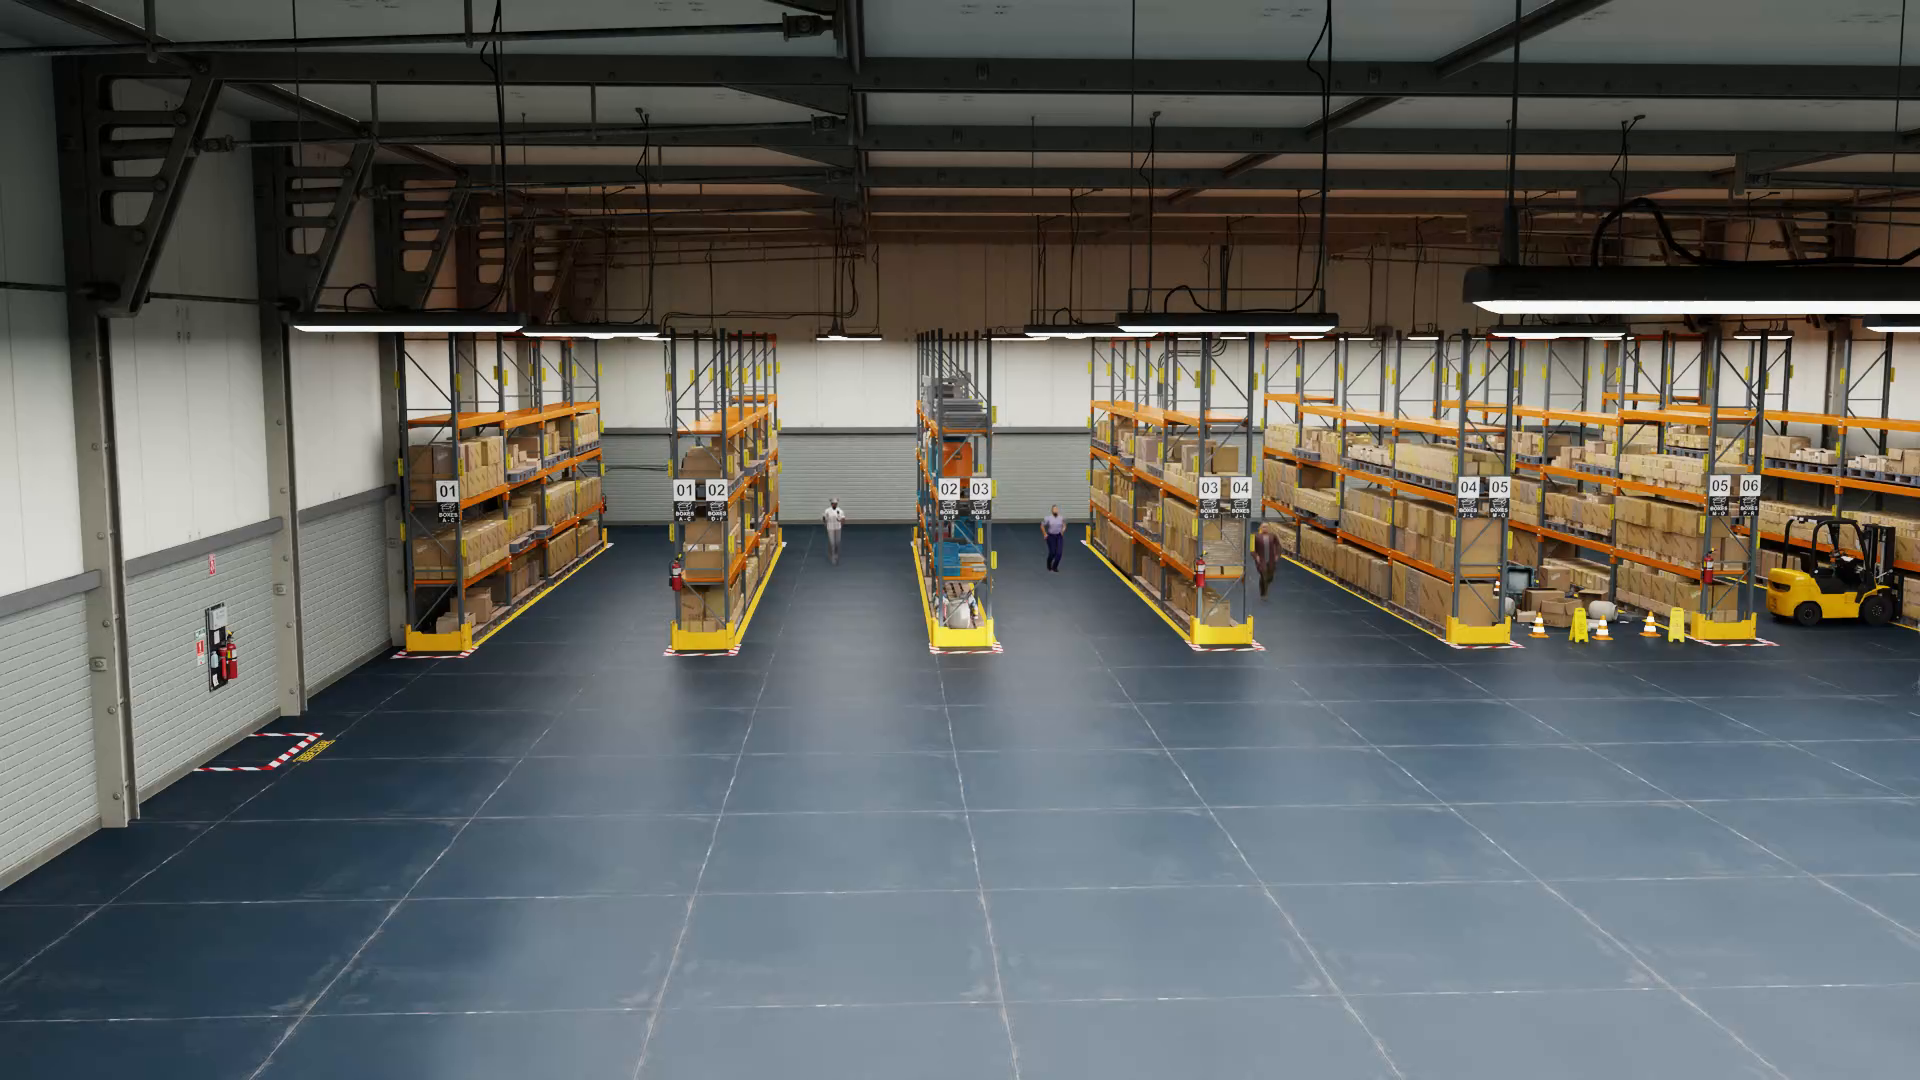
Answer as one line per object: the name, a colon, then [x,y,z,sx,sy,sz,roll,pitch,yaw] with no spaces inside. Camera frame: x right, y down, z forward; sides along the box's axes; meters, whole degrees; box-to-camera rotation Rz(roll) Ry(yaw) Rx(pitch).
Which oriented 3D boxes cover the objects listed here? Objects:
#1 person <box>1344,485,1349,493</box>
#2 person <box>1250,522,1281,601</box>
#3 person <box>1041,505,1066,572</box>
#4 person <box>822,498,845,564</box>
person: [10.725,-0.605,46.202,0.675,1.820,0.874,-1,7,-10]
person: [6.829,0.468,37.305,0.719,1.754,0.705,0,7,-2]
person: [2.271,-0.028,39.725,0.607,1.605,0.505,-2,7,-13]
person: [-3.289,-0.264,43.508,0.573,1.695,0.901,-1,7,-12]
